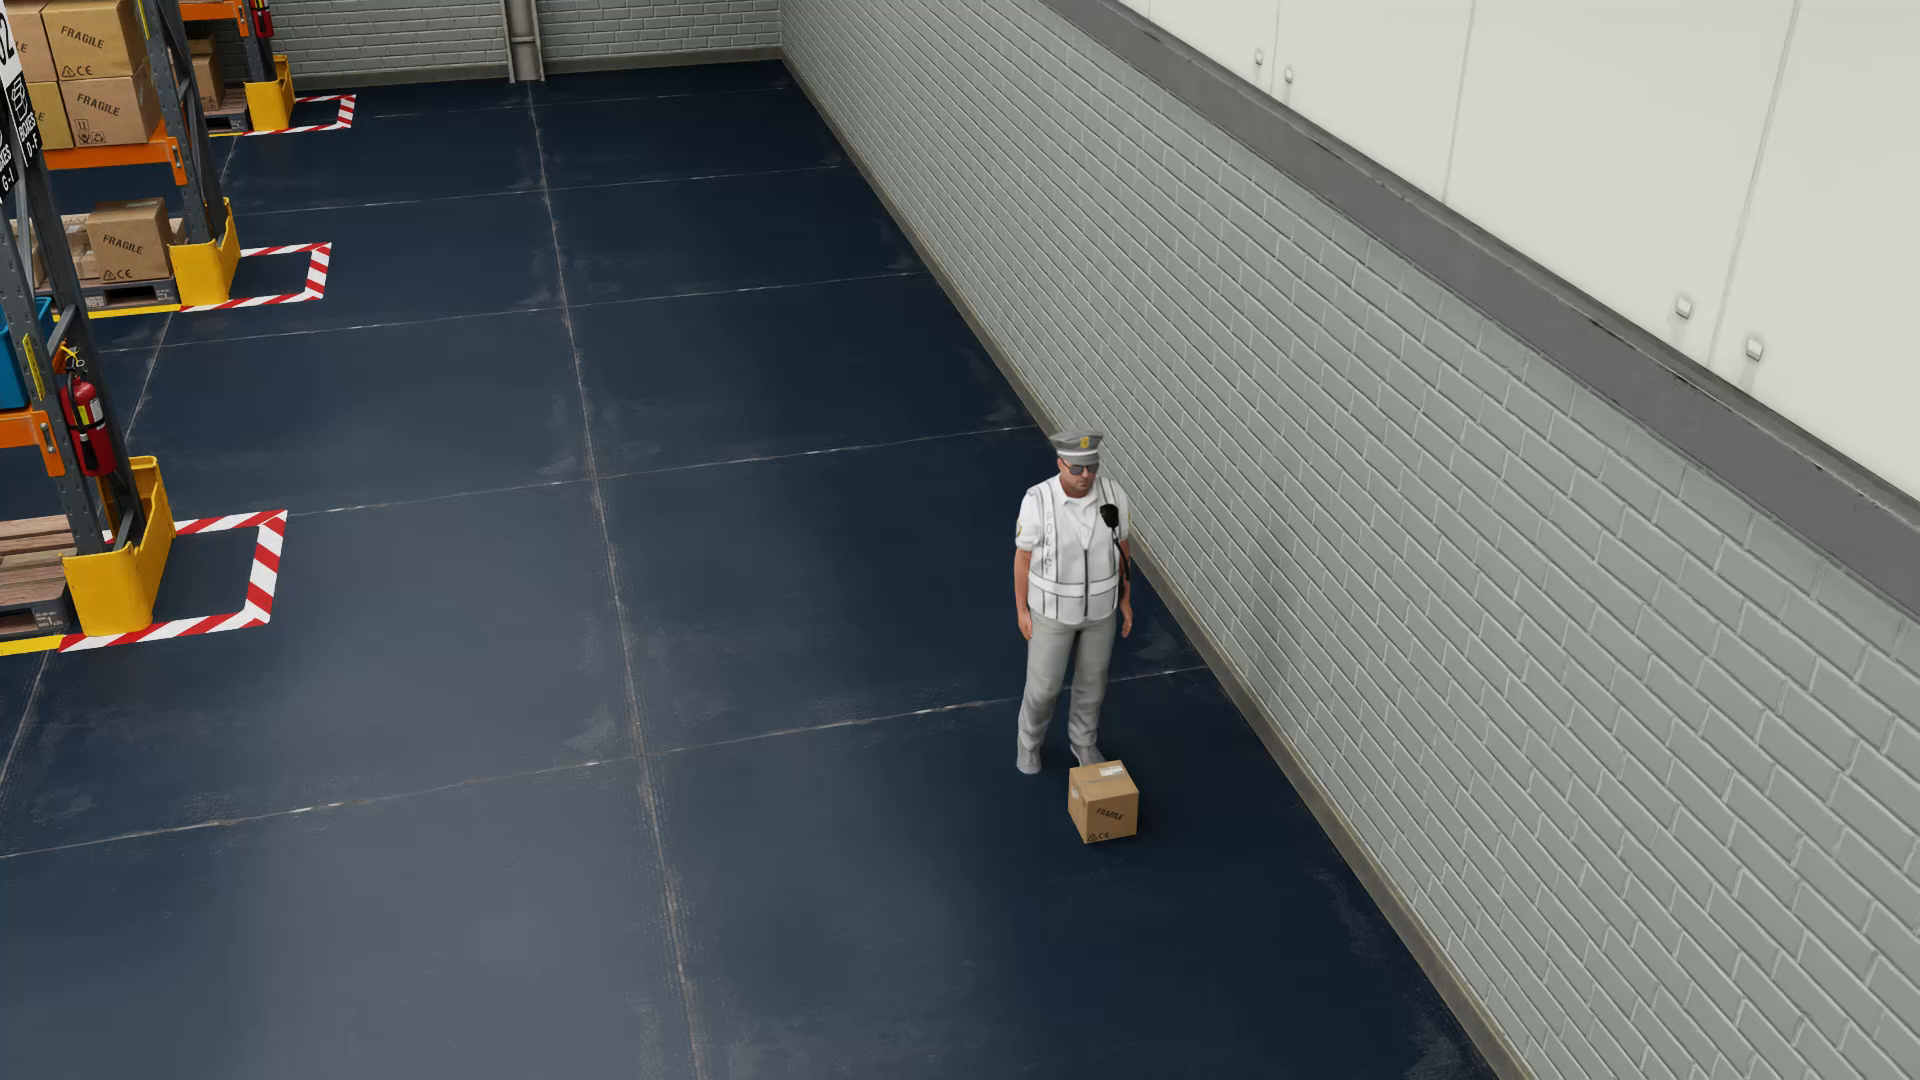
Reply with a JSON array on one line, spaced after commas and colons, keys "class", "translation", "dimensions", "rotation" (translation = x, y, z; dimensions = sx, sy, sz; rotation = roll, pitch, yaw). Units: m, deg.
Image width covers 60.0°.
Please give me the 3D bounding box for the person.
[{"class": "person", "translation": [0.536, 0.344, 7.687], "dimensions": [0.550, 1.855, 0.439], "rotation": [-7, 31, -13]}]
